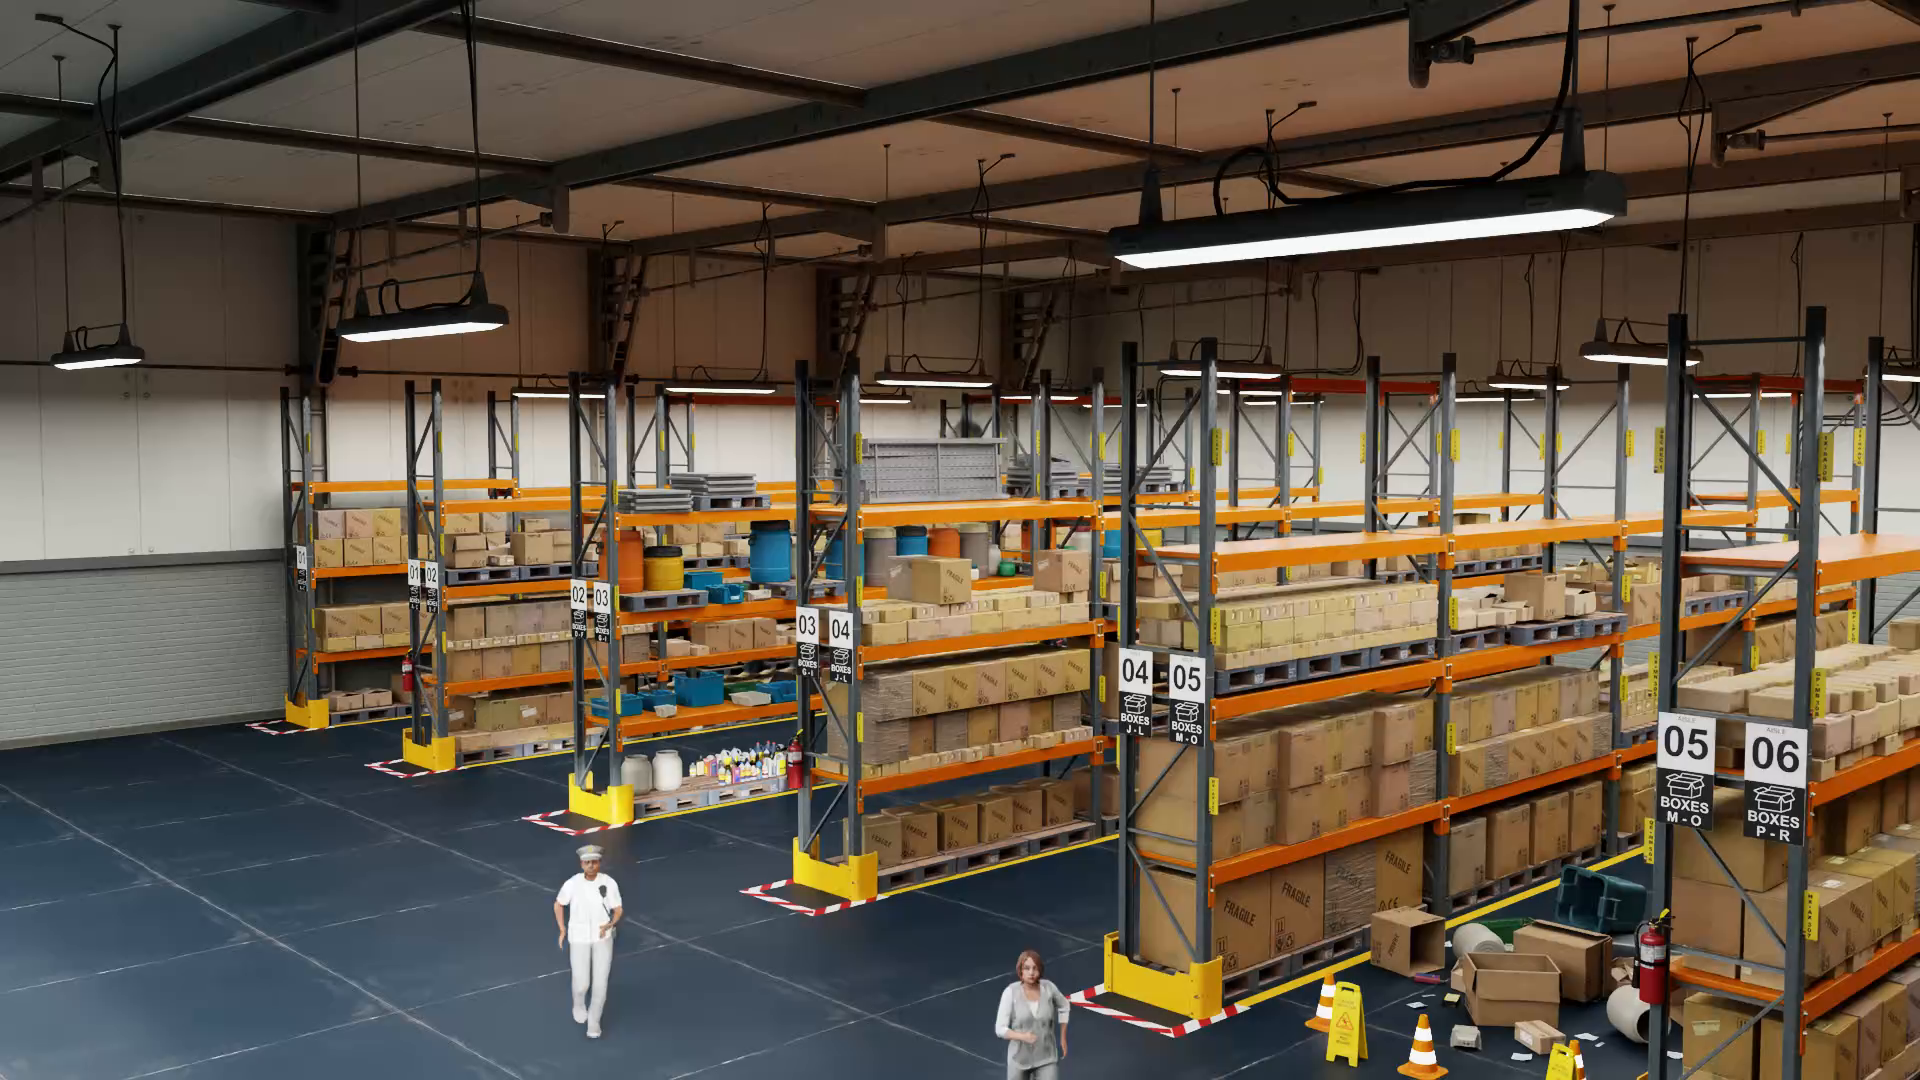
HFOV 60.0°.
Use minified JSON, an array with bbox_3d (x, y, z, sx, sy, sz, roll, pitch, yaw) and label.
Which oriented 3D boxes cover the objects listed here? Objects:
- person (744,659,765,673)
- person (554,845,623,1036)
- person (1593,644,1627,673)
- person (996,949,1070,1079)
[{"bbox_3d":[-3.984,2.326,32.268,0.503,1.559,0.493,3,5,43],"label":"person"},{"bbox_3d":[-3.161,3.427,14.206,0.574,1.660,0.548,-1,4,-15],"label":"person"},{"bbox_3d":[11.025,2.550,28.268,0.624,1.600,0.600,2,4,31],"label":"person"},{"bbox_3d":[0.506,3.637,11.453,0.526,1.648,0.684,0,4,0],"label":"person"}]
